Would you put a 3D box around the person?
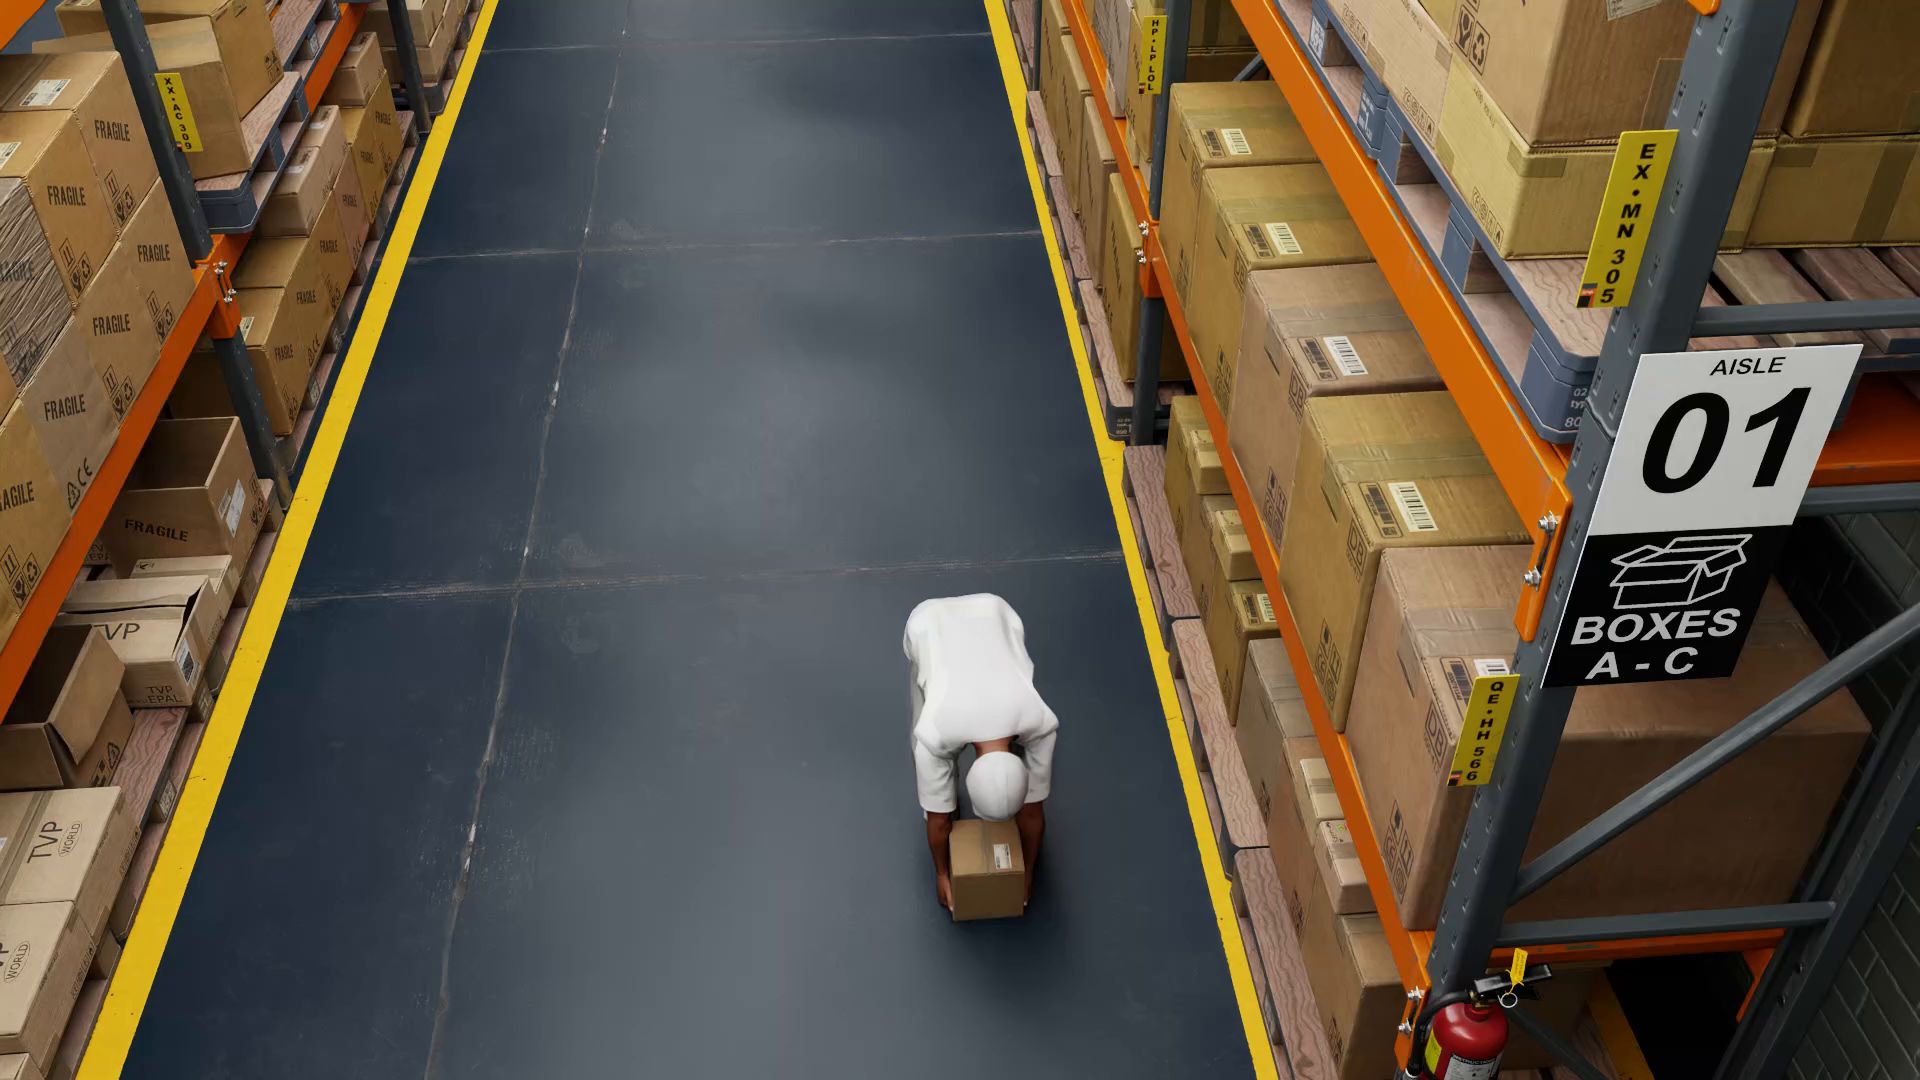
[{"bbox_3d":[0.073,0.740,5.942,0.505,0.886,0.979,-5,39,-7],"label":"person"}]
